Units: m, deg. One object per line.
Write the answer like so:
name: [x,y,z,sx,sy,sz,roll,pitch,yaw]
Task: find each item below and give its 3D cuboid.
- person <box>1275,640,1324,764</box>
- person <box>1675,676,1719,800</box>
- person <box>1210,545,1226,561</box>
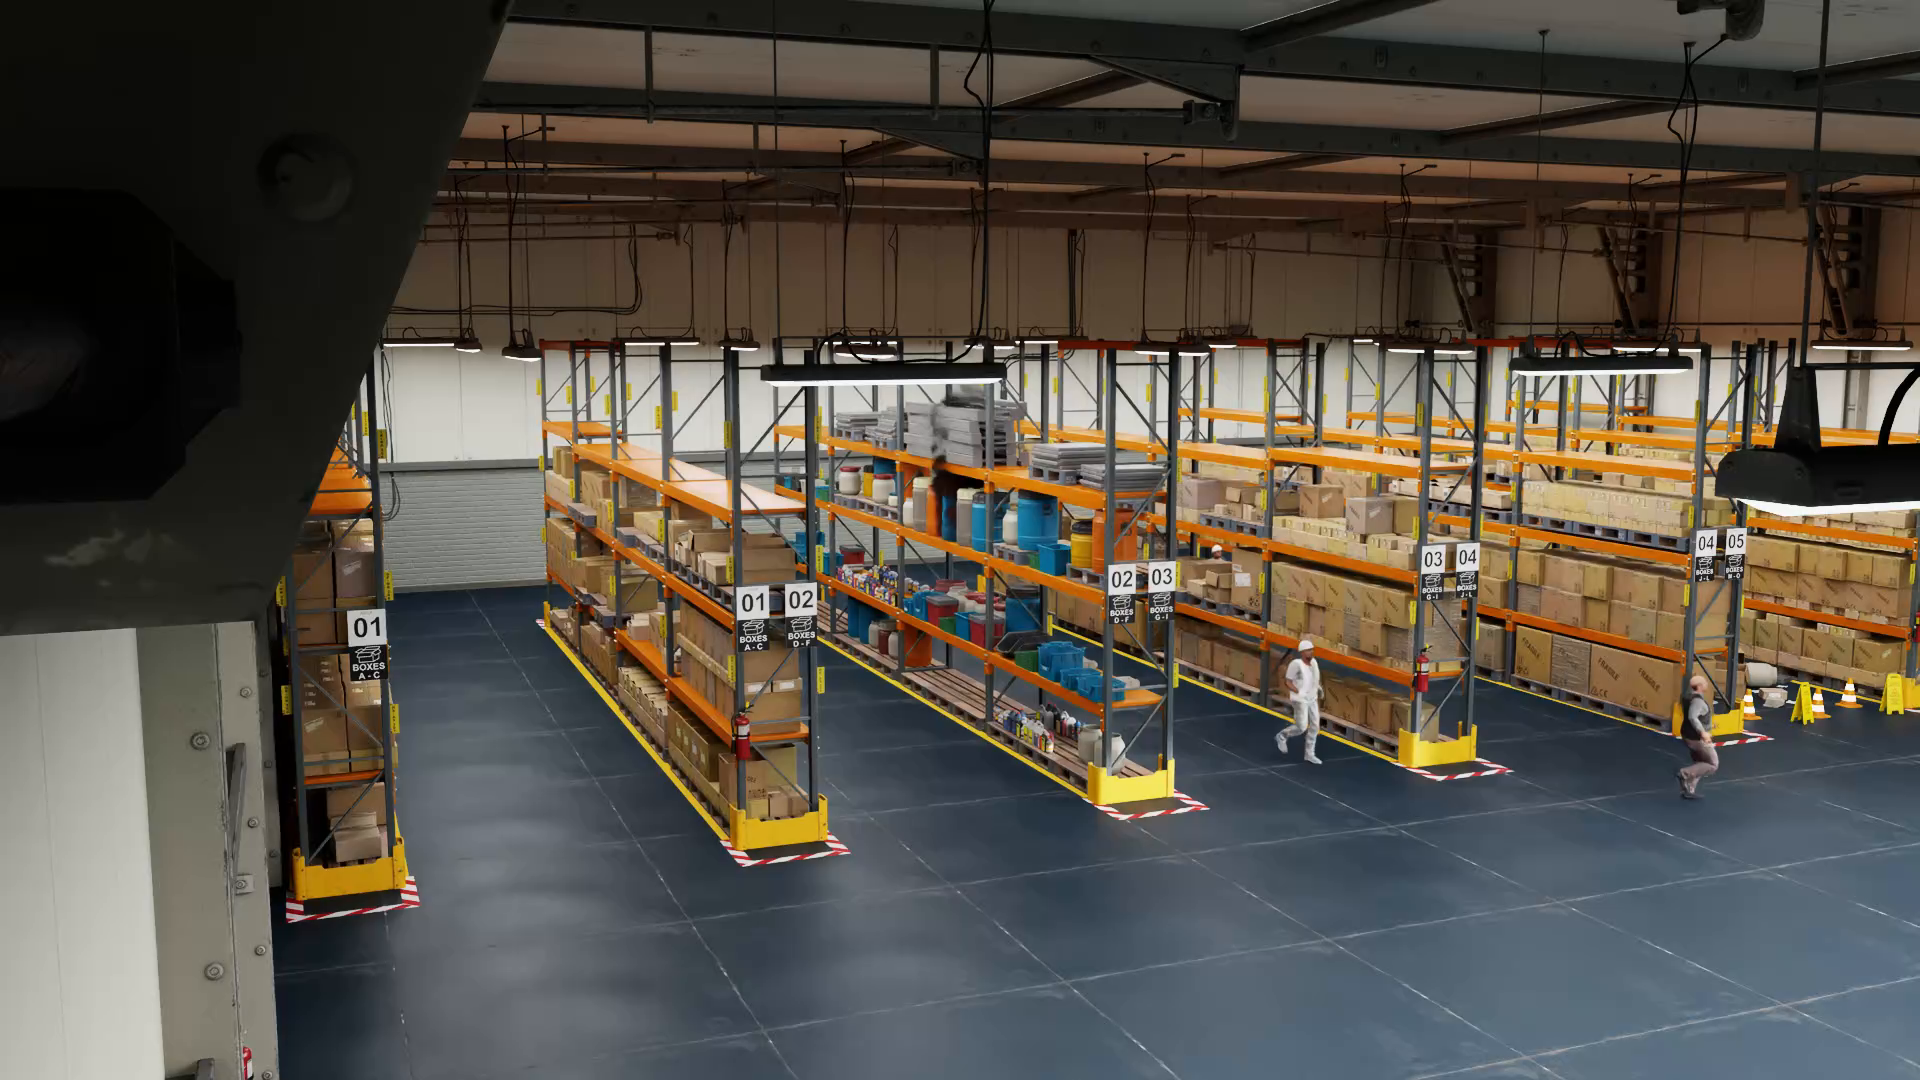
person: [4.973,2.326,24.170,0.709,1.775,0.770,-6,9,-38]
person: [9.830,2.636,22.141,0.575,1.680,0.675,1,7,6]
person: [5.407,0.965,34.635,0.635,1.727,0.564,-3,8,-23]
